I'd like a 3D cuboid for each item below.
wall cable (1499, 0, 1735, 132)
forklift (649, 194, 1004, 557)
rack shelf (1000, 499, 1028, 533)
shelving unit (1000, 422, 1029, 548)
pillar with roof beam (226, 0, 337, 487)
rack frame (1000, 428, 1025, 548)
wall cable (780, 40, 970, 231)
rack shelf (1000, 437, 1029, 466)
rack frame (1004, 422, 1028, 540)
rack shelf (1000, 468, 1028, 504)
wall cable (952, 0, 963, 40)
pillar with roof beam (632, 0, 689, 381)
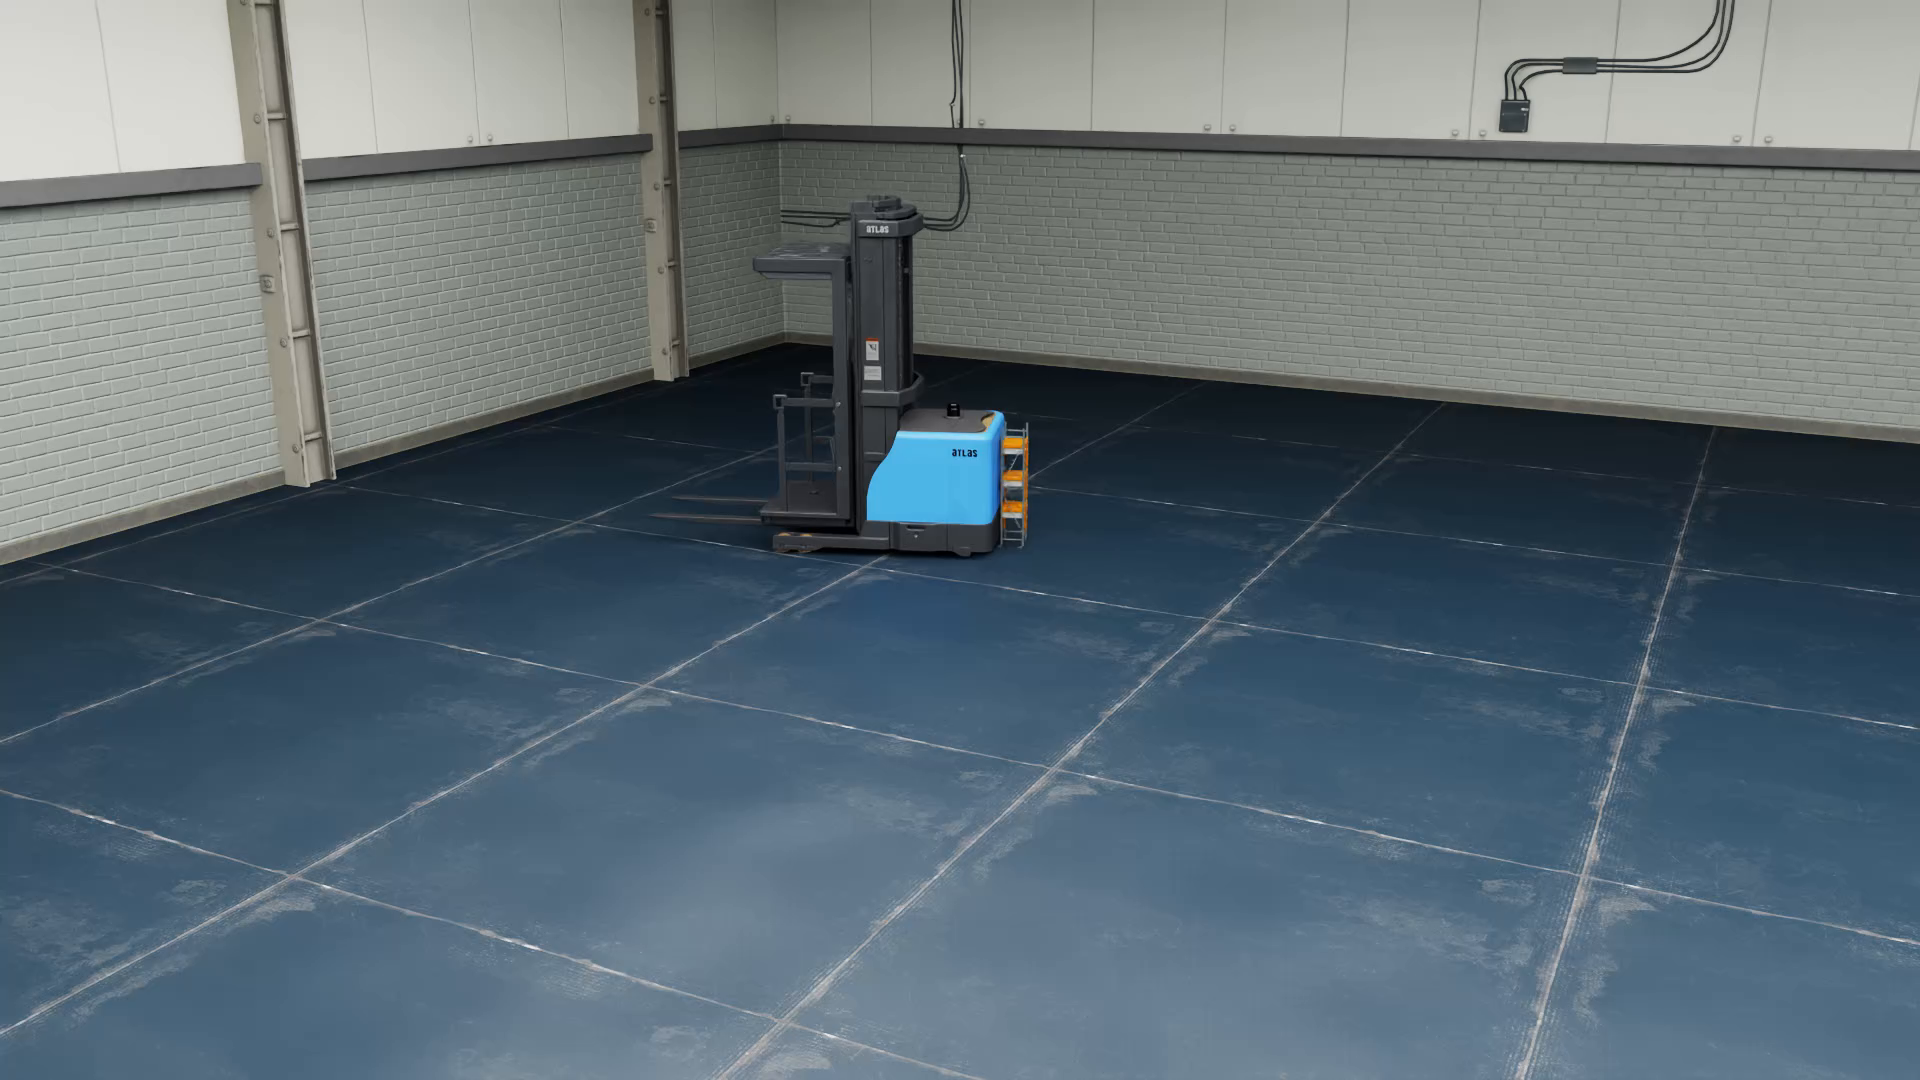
[{"bbox_3d":[7.224,-7.427,17.751,2.305,6.003,0.169,8,18,25],"label":"wall cable"},{"bbox_3d":[-1.160,-1.435,14.208,3.031,2.935,1.130,2,17,8],"label":"forklift"},{"bbox_3d":[0.464,-0.196,14.353,0.215,0.259,0.240,2,17,8],"label":"rack shelf"},{"bbox_3d":[0.465,-0.472,14.270,0.215,1.050,0.252,2,17,8],"label":"shelving unit"},{"bbox_3d":[-2.591,-4.350,13.366,9.100,9.000,0.400,8,18,25],"label":"pillar with roof beam"},{"bbox_3d":[0.448,-0.438,14.155,0.200,1.050,0.008,2,17,8],"label":"rack frame"},{"bbox_3d":[-1.262,-5.520,22.757,3.097,2.526,0.112,8,18,25],"label":"wall cable"},{"bbox_3d":[0.465,-0.734,14.192,0.215,0.259,0.240,2,17,8],"label":"rack shelf"},{"bbox_3d":[0.482,-0.507,14.386,0.200,1.050,0.008,2,17,8],"label":"rack frame"},{"bbox_3d":[0.465,-0.462,14.273,0.215,0.259,0.240,2,17,8],"label":"rack shelf"},{"bbox_3d":[1.158,-7.597,20.879,3.097,2.526,0.112,8,18,25],"label":"wall cable"},{"bbox_3d":[0.090,-5.878,18.511,9.100,9.000,0.400,8,18,25],"label":"pillar with roof beam"}]
